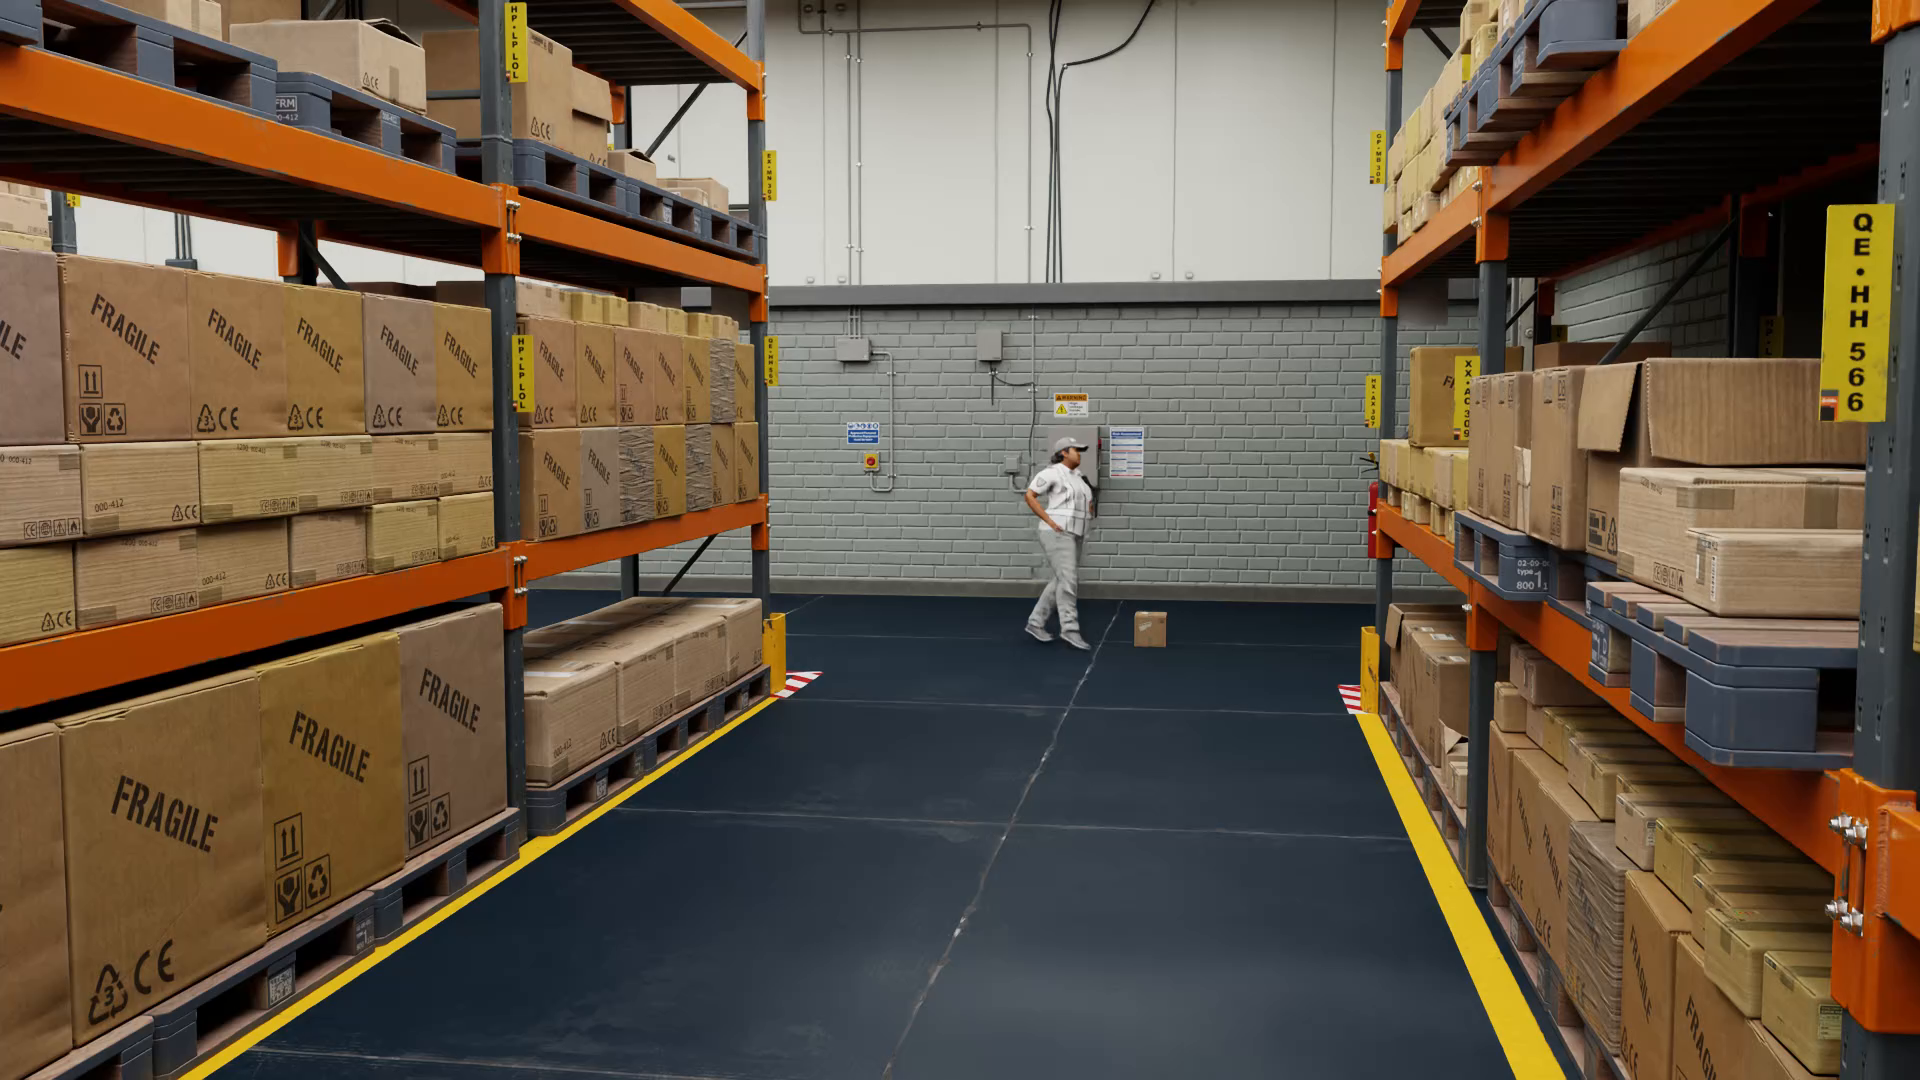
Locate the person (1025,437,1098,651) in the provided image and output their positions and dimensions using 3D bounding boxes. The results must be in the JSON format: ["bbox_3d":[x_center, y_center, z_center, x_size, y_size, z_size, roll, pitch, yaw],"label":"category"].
[{"bbox_3d":[0.881,0.008,13.347,0.694,1.664,0.687,3,5,32],"label":"person"}]
